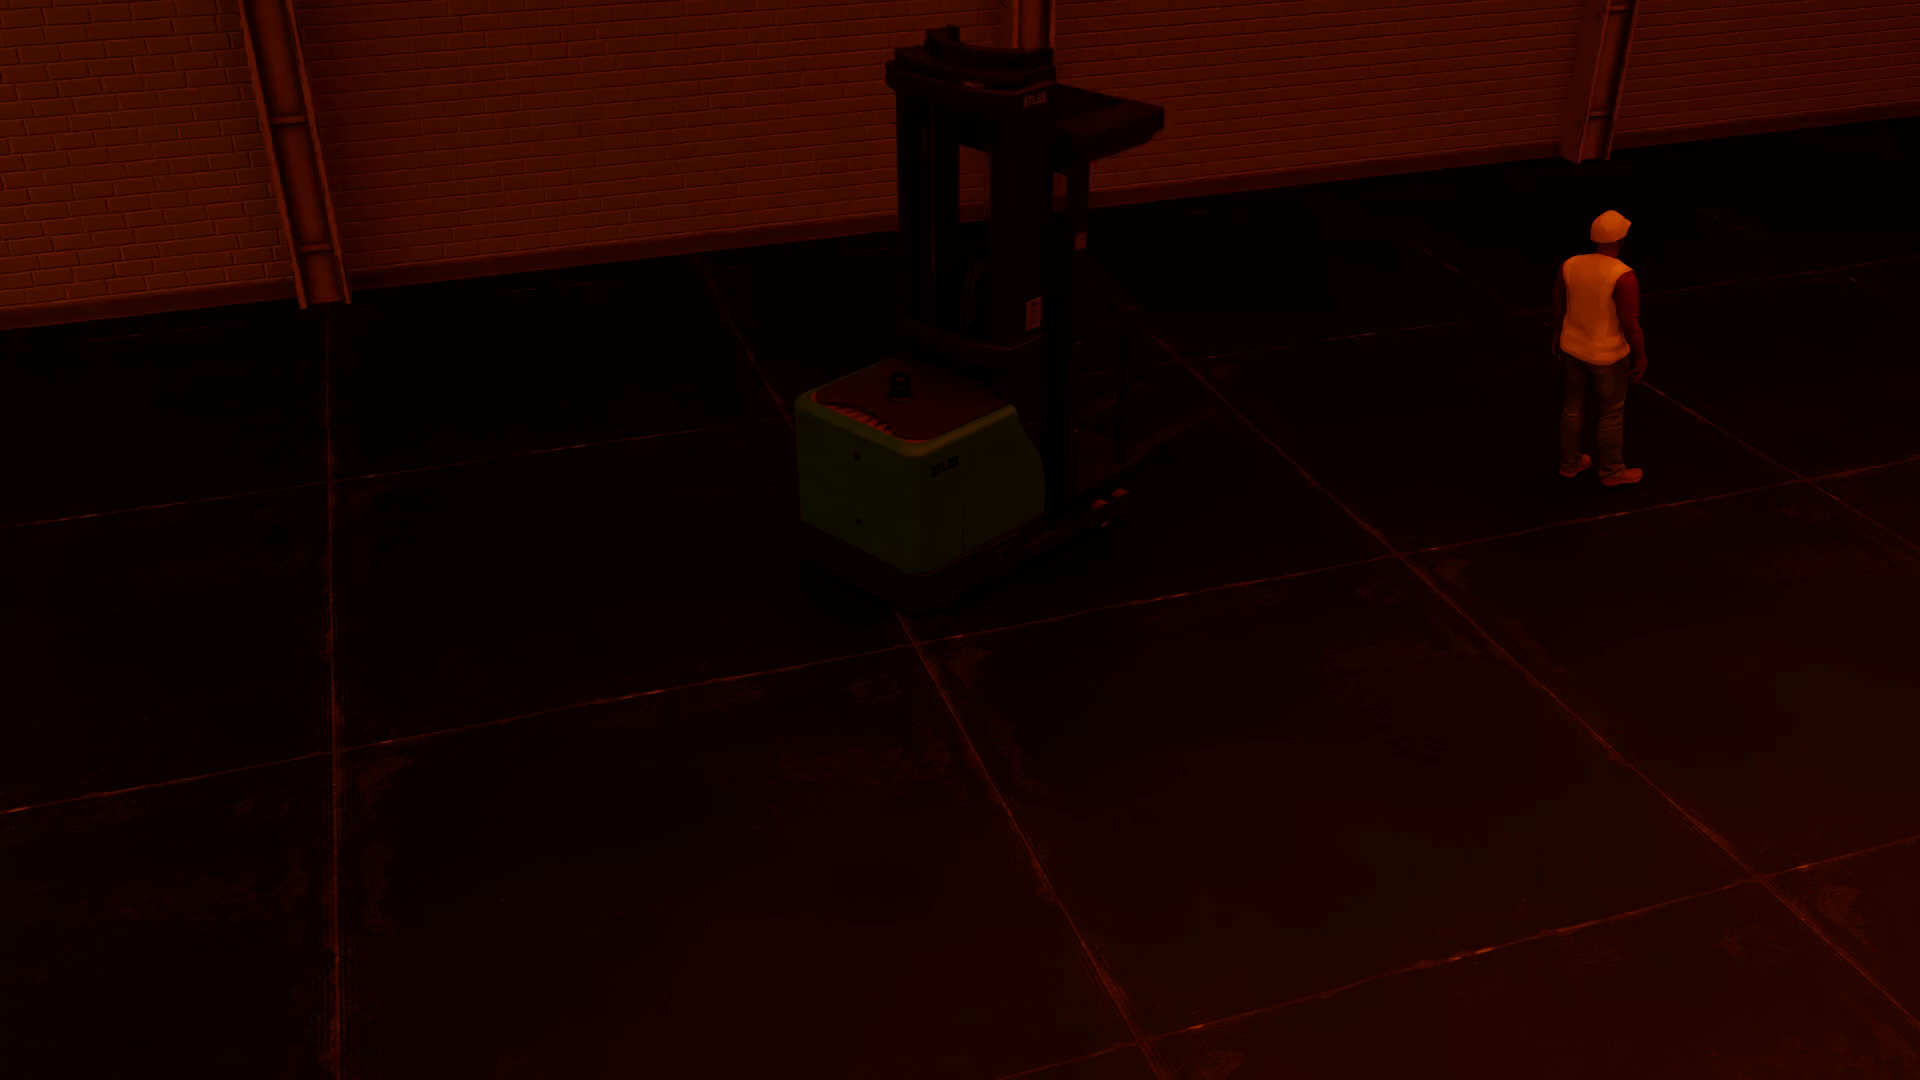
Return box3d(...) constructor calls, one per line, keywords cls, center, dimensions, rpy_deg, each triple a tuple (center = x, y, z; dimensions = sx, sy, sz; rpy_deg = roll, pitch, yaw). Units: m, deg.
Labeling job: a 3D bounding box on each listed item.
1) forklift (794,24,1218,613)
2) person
box3d(cls="forklift", center=(0.437, -1.508, 9.708), dimensions=(1.130, 2.935, 3.031), rpy_deg=(25, 39, 37))
box3d(cls="person", center=(3.995, -1.201, 10.328), dimensions=(0.577, 1.766, 0.665), rpy_deg=(-19, 35, -29))
